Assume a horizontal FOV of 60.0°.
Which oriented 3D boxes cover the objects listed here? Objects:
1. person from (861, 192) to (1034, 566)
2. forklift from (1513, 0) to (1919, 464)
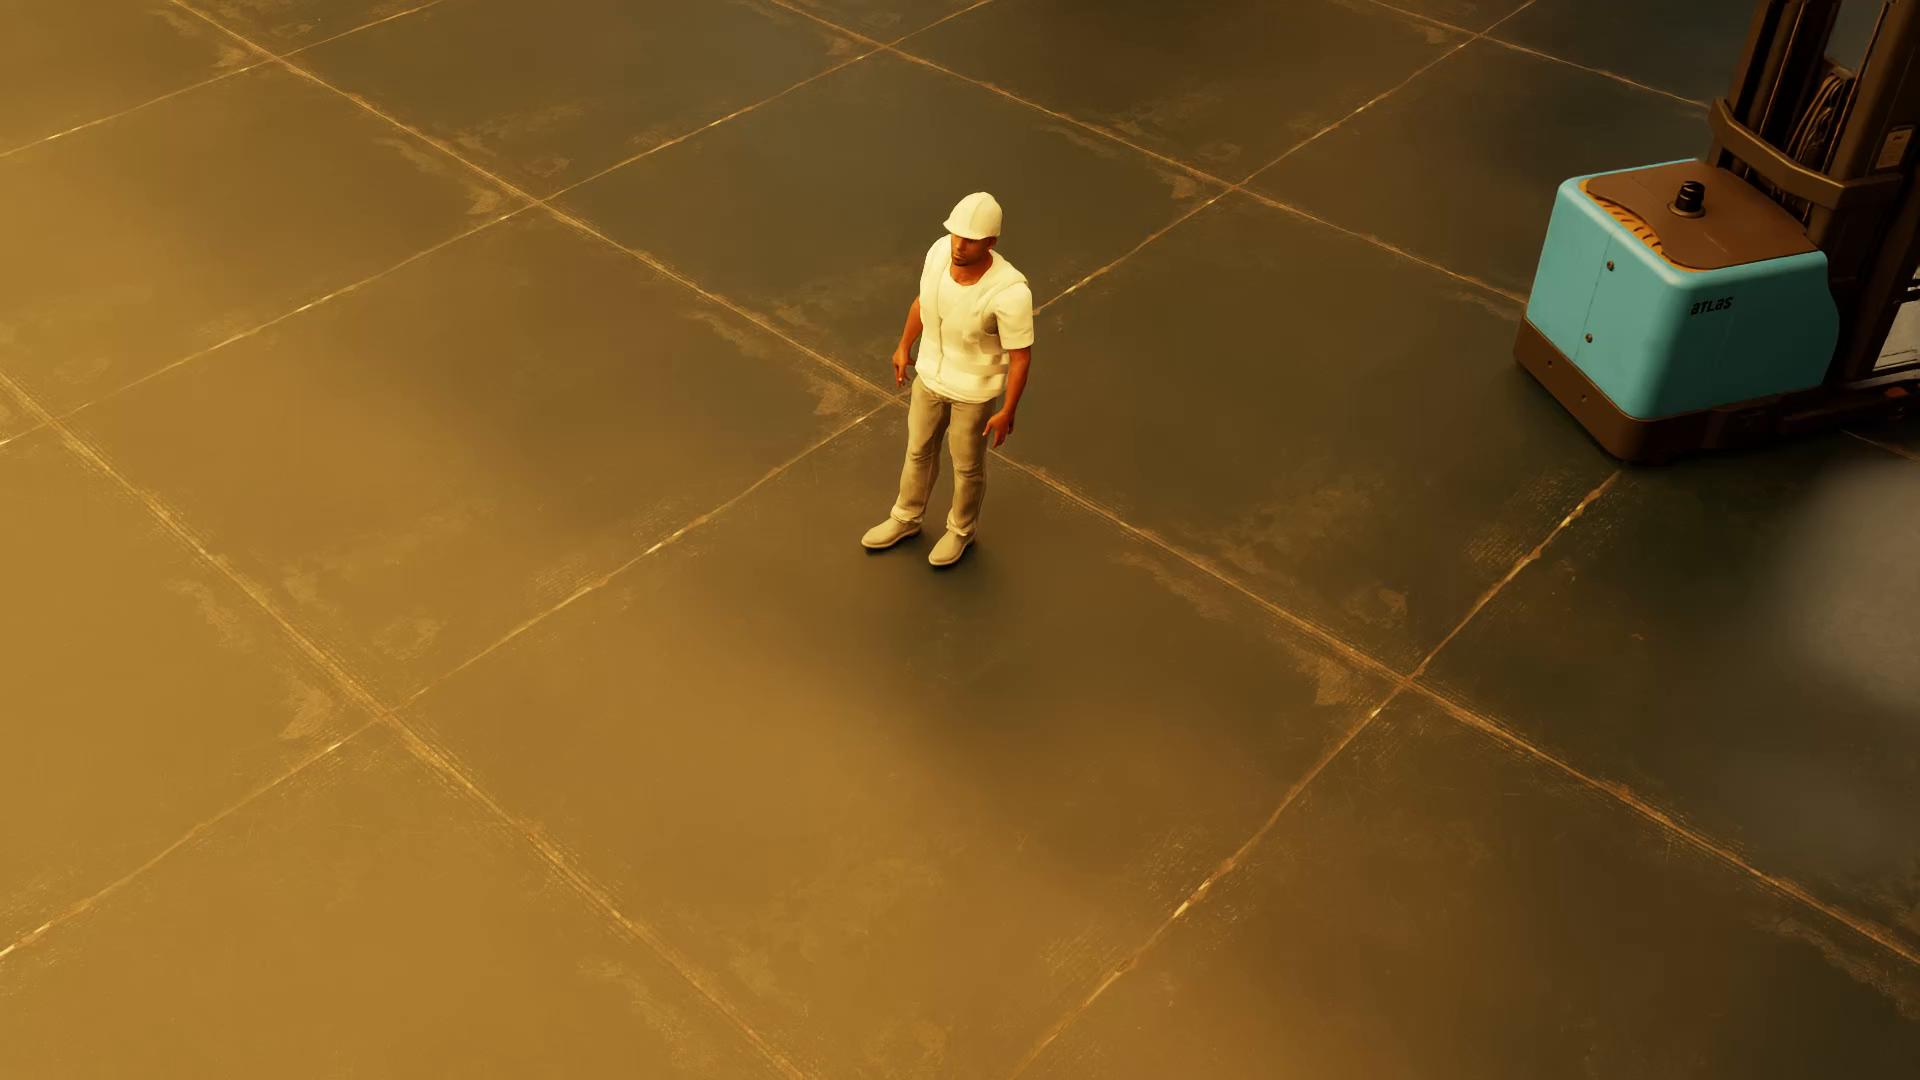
[{"bbox_3d":[-0.051,-0.645,7.064,0.665,1.765,0.577,31,49,31],"label":"person"},{"bbox_3d":[4.469,-2.035,7.801,3.031,2.935,1.130,-11,42,-13],"label":"forklift"}]
